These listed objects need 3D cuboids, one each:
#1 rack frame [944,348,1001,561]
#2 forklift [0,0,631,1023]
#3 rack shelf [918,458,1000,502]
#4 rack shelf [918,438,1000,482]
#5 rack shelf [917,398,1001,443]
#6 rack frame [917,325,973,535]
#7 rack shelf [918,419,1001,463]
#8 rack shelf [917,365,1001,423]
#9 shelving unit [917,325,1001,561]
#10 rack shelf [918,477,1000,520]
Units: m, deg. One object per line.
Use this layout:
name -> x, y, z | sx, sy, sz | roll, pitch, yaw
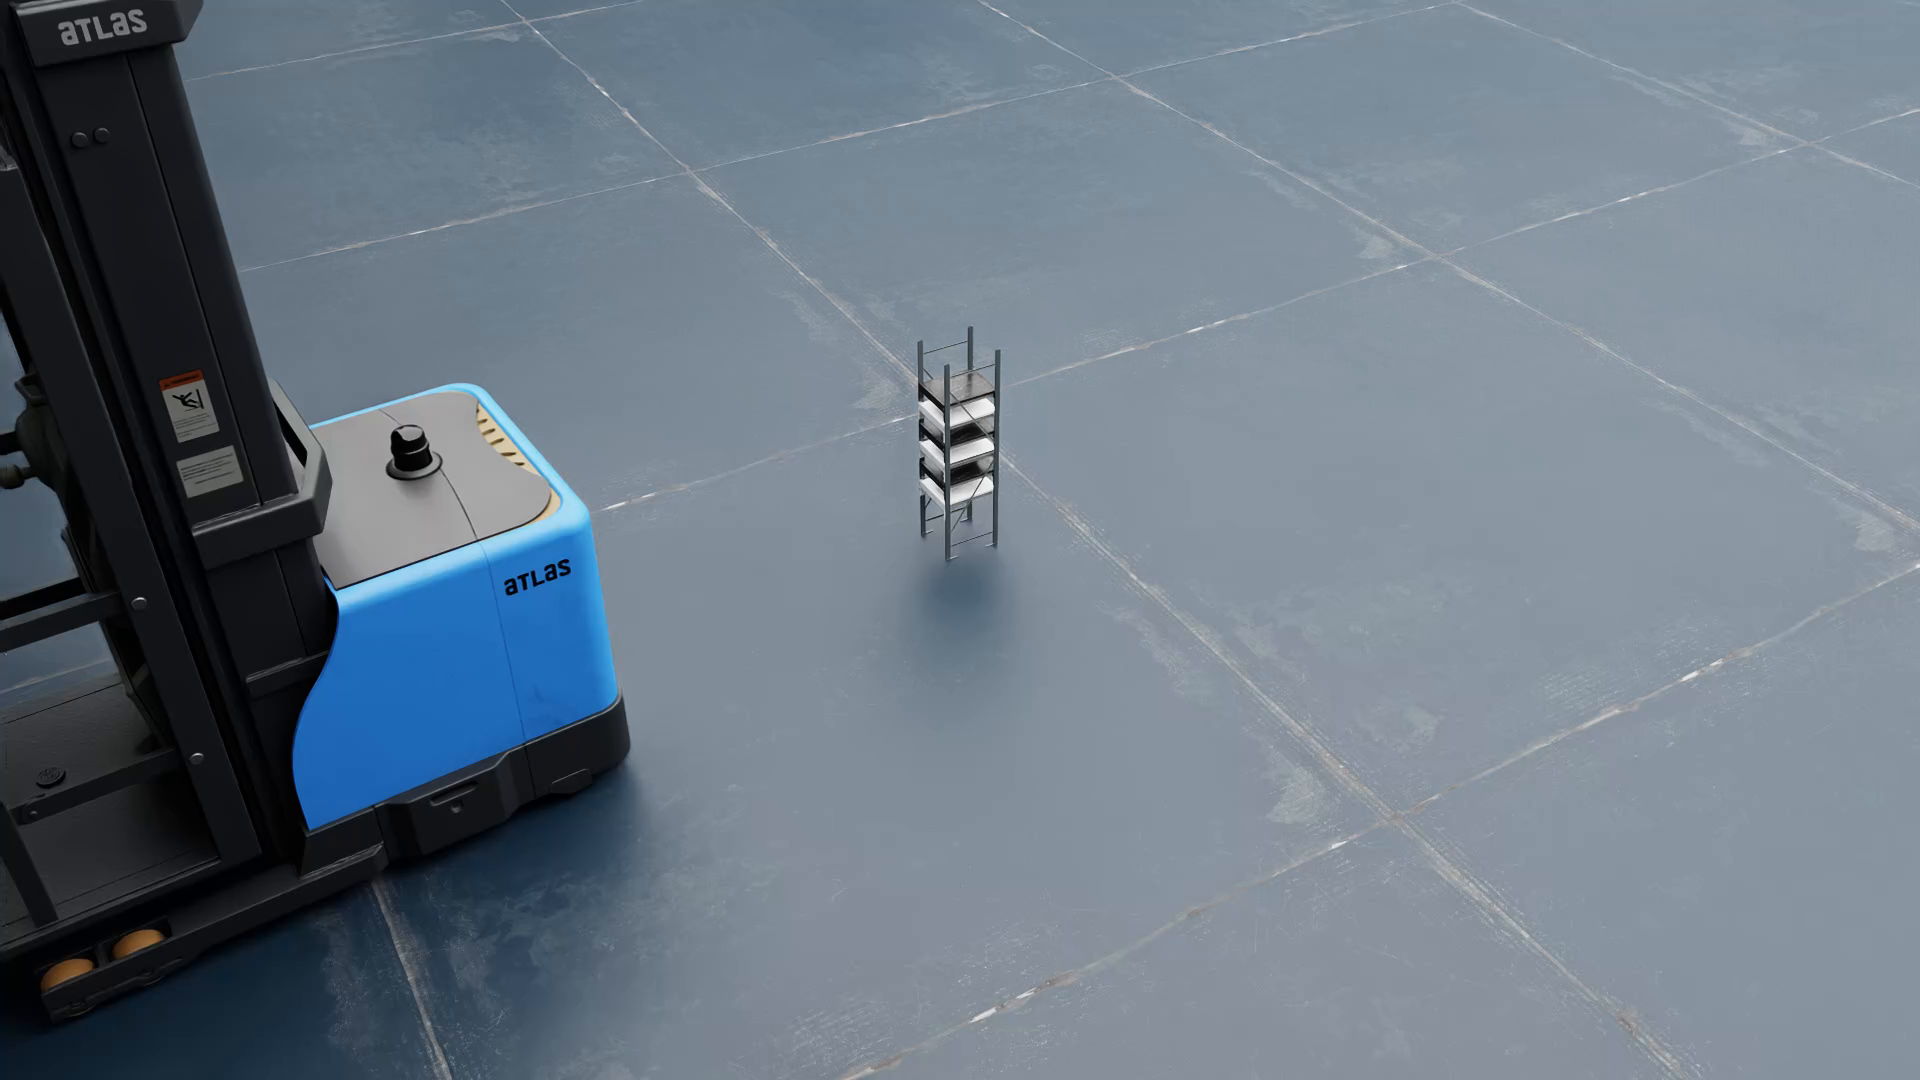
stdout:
rack frame -> 0.047, -0.316, 6.419 | 0.240, 0.900, 0.006 | -19, 40, -24
forklift -> -2.627, -0.153, 4.474 | 3.031, 2.935, 1.130 | -22, 41, -27
rack shelf -> -0.004, -0.268, 6.563 | 0.258, 0.077, 0.200 | -19, 40, -24
rack shelf -> -0.004, -0.341, 6.510 | 0.258, 0.077, 0.200 | -19, 40, -24
rack shelf -> -0.004, -0.486, 6.404 | 0.258, 0.077, 0.200 | -19, 40, -24
rack frame -> -0.055, -0.419, 6.561 | 0.240, 0.900, 0.006 | -19, 40, -24
rack shelf -> -0.004, -0.413, 6.457 | 0.258, 0.077, 0.200 | -19, 40, -24
rack shelf -> -0.004, -0.559, 6.351 | 0.258, 0.077, 0.200 | -19, 40, -24
shelving unit -> -0.004, -0.368, 6.490 | 0.258, 0.900, 0.210 | -19, 40, -24
rack shelf -> -0.004, -0.195, 6.616 | 0.258, 0.077, 0.200 | -19, 40, -24
